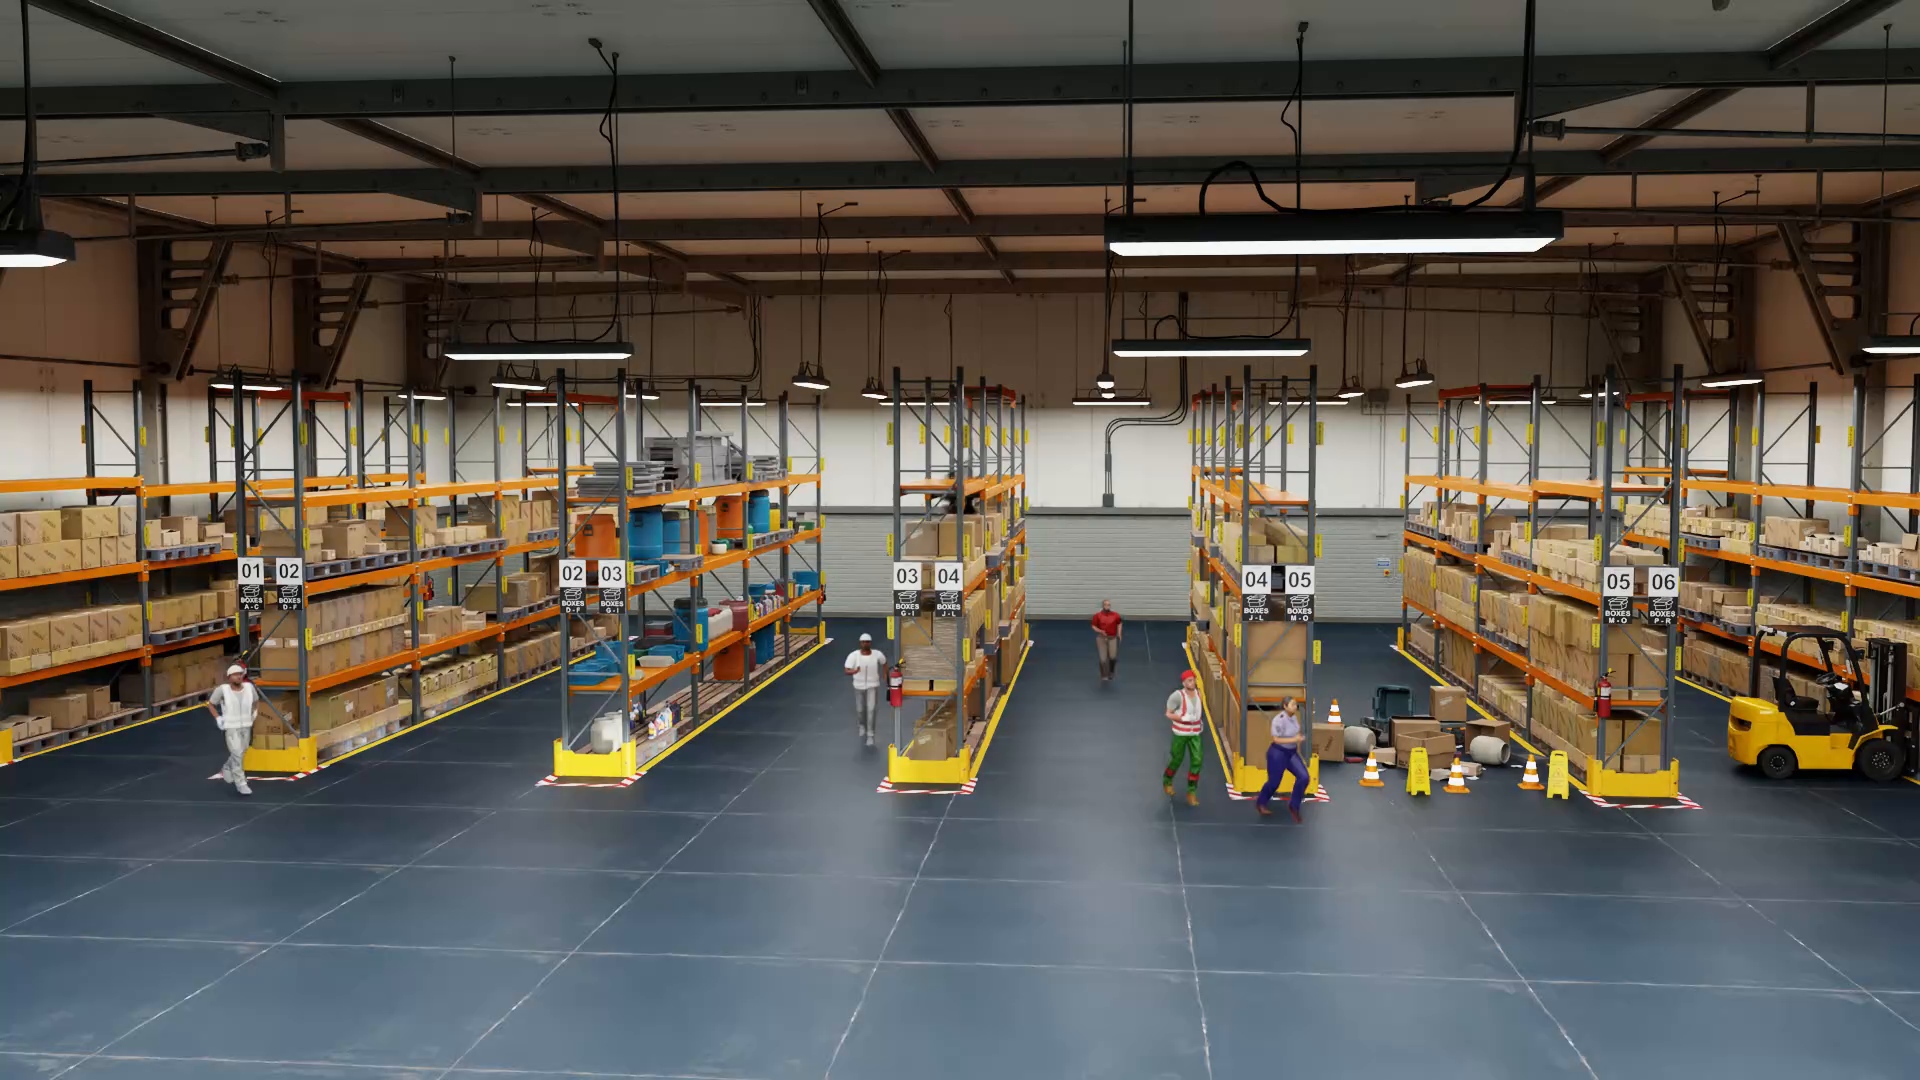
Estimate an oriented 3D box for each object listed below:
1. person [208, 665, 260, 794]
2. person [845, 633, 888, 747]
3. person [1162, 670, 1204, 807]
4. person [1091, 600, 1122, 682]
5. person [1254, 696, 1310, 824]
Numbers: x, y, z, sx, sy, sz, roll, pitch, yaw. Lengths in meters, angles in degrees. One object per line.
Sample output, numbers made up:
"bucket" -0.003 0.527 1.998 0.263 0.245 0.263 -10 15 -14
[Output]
"person" -10.181 2.629 23.399 0.930 1.771 0.674 3 5 41
"person" -1.533 2.409 27.113 0.690 1.779 0.939 0 4 0
"person" 3.085 2.698 22.838 0.654 1.854 0.811 -1 4 -23
"person" 2.993 2.058 33.732 0.651 1.688 0.607 0 4 0
"person" 4.191 2.847 21.659 0.627 1.676 0.819 -3 5 -43
